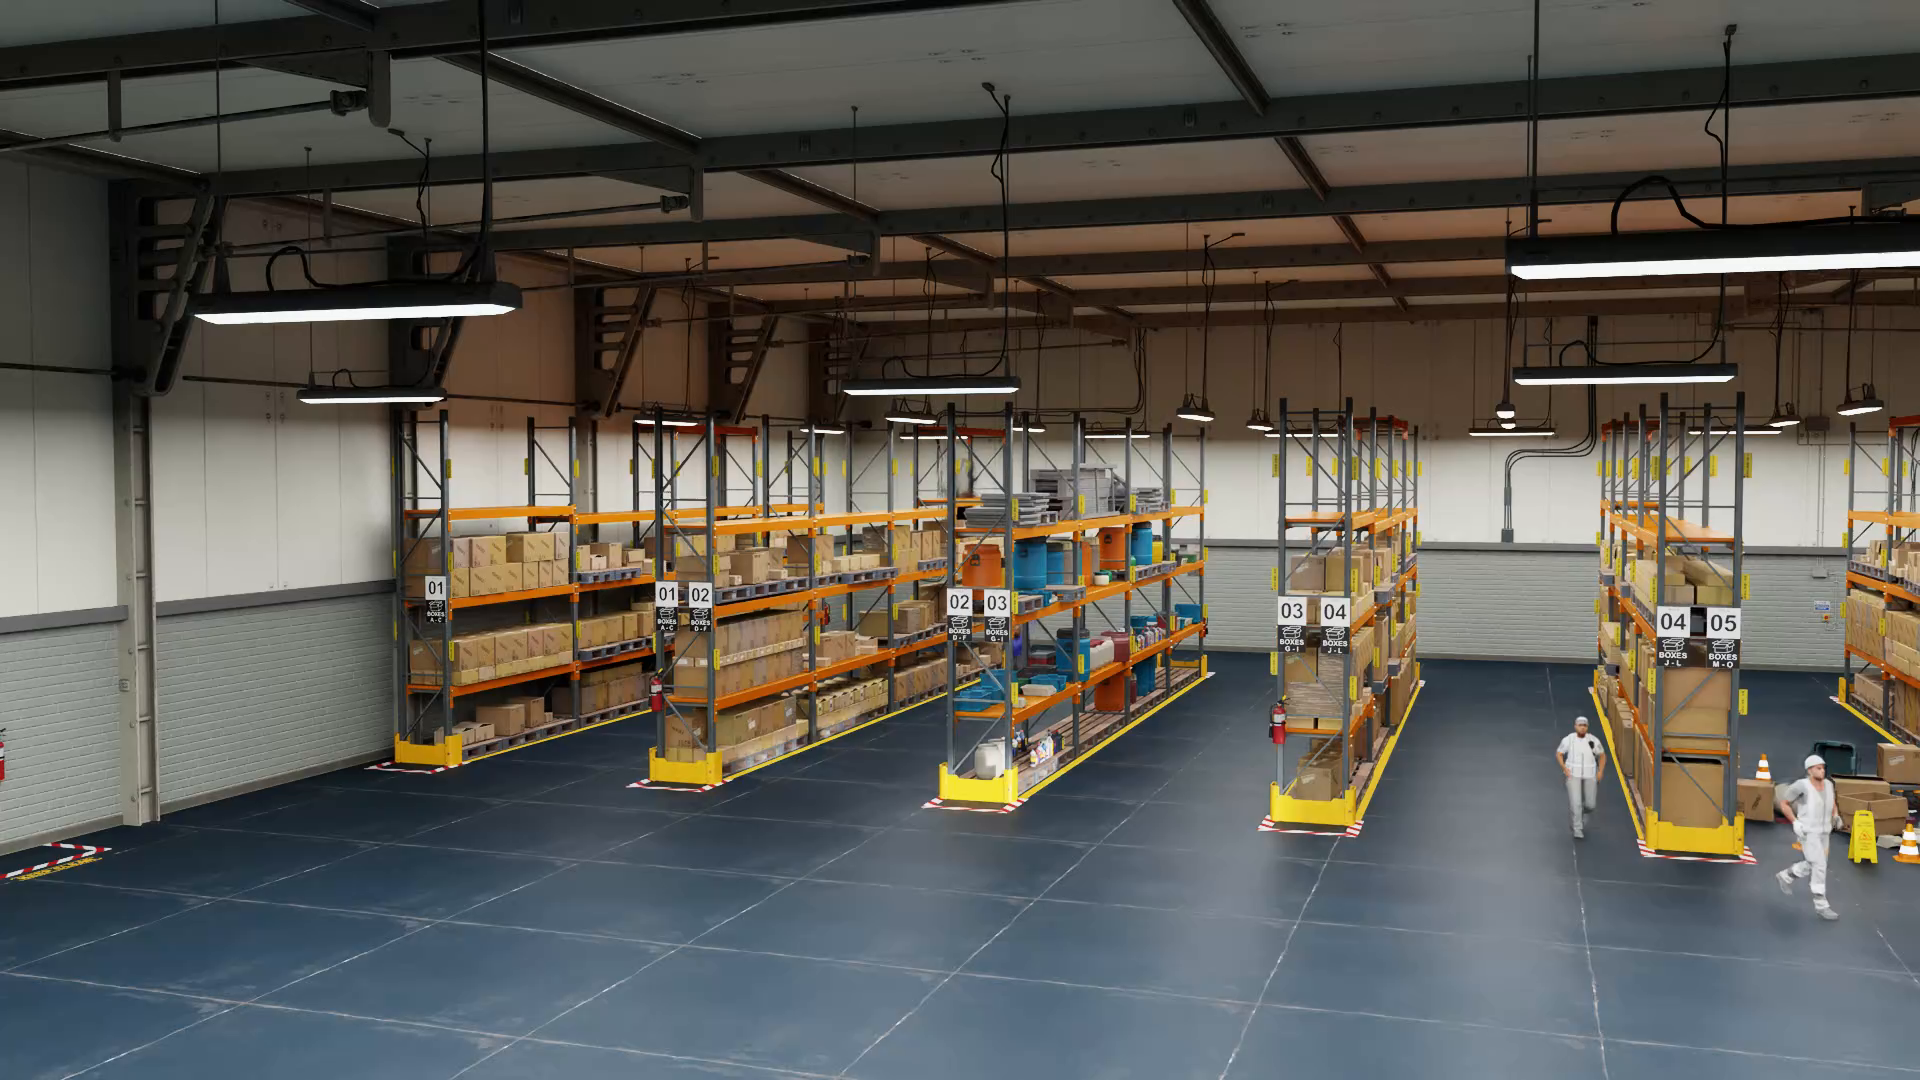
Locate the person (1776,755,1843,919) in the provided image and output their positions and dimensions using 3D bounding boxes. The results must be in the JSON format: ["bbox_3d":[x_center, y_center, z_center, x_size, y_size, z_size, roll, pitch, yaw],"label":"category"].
[{"bbox_3d":[9.570,3.290,18.719,0.652,1.779,0.907,-1,3,-19],"label":"person"}]

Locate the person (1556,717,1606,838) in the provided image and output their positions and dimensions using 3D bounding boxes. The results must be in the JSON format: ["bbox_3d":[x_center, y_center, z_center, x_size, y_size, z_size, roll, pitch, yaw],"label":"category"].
[{"bbox_3d":[8.484,3.219,22.737,0.646,1.611,0.630,1,3,12],"label":"person"}]

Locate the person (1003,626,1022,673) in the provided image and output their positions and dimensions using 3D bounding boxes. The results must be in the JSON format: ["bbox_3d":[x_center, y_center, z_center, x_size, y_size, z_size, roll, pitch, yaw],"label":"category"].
[{"bbox_3d":[1.206,2.668,35.953,0.583,1.603,0.557,0,2,6],"label":"person"}]
